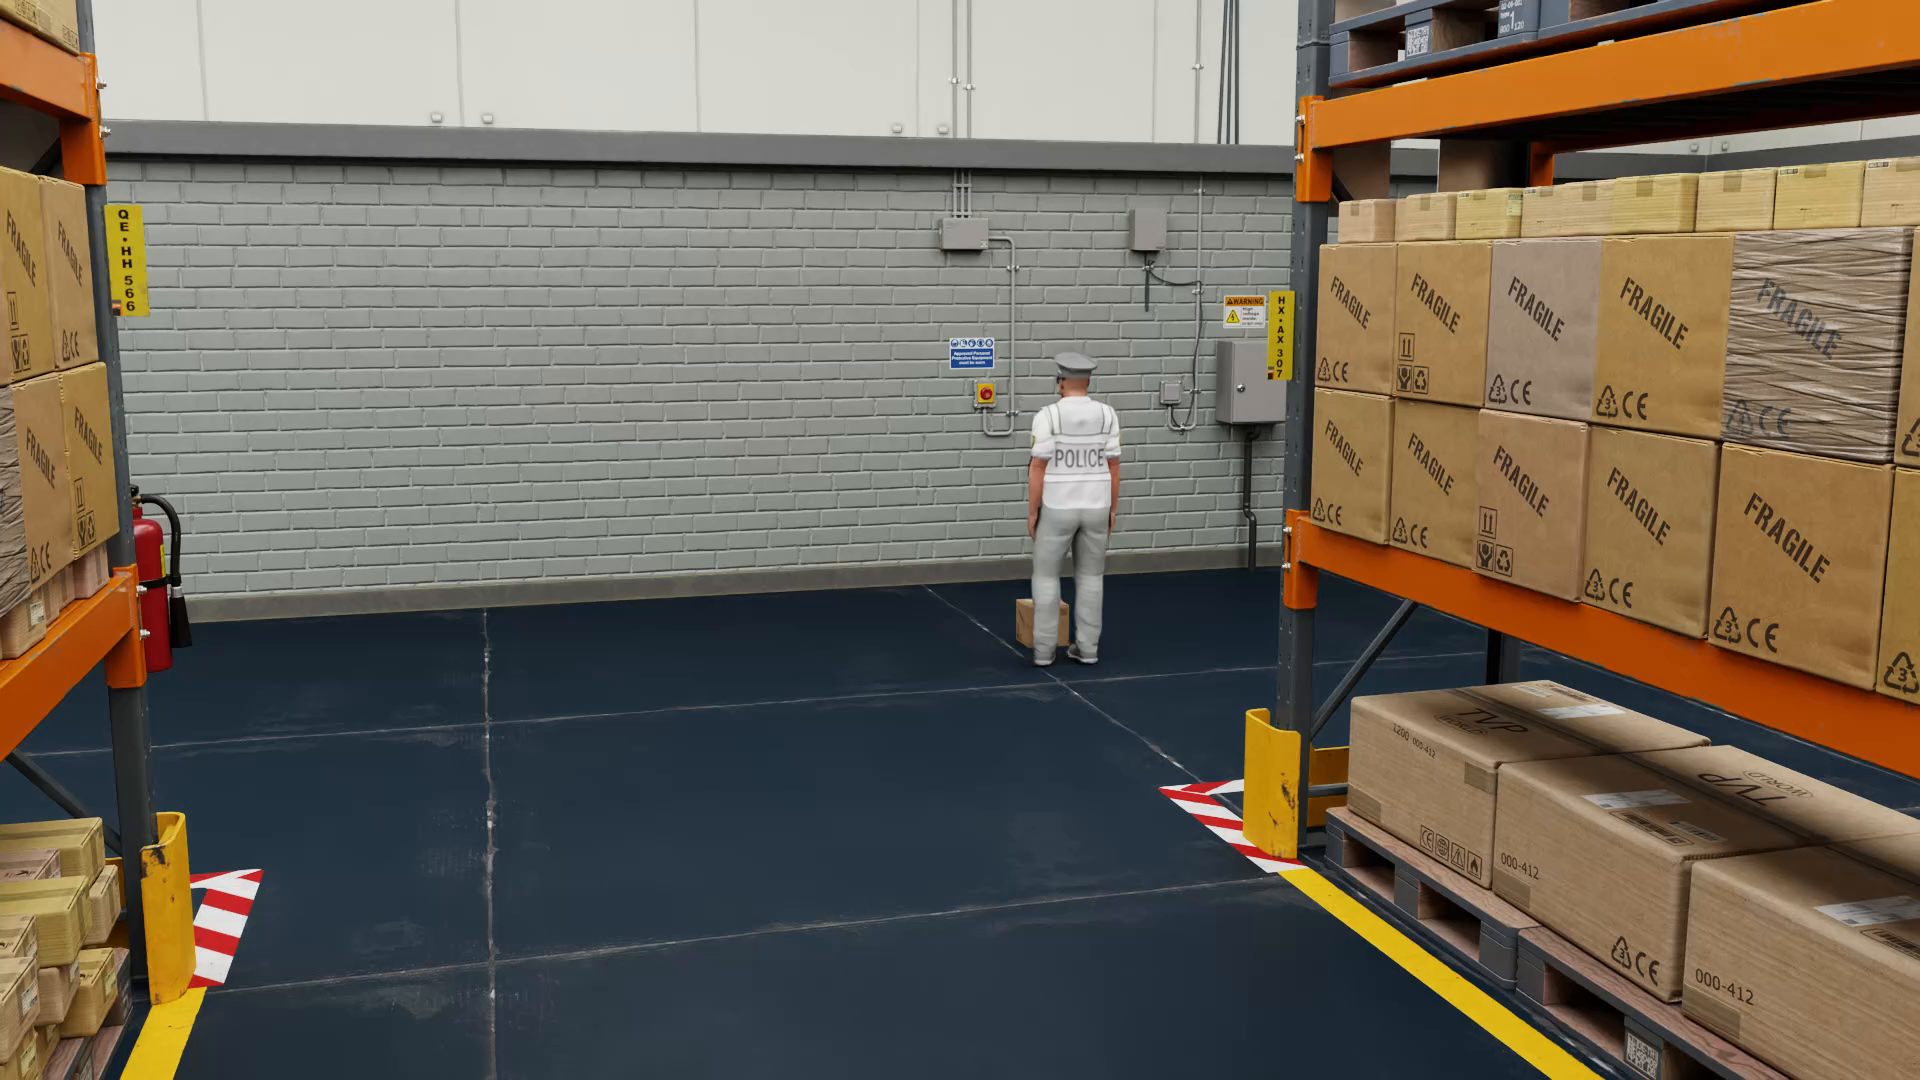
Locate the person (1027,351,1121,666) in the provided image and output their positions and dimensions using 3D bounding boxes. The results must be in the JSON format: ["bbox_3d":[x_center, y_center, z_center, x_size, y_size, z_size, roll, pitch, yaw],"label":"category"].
[{"bbox_3d":[0.630,-0.172,9.382,0.540,1.769,0.394,-3,10,-16],"label":"person"}]
